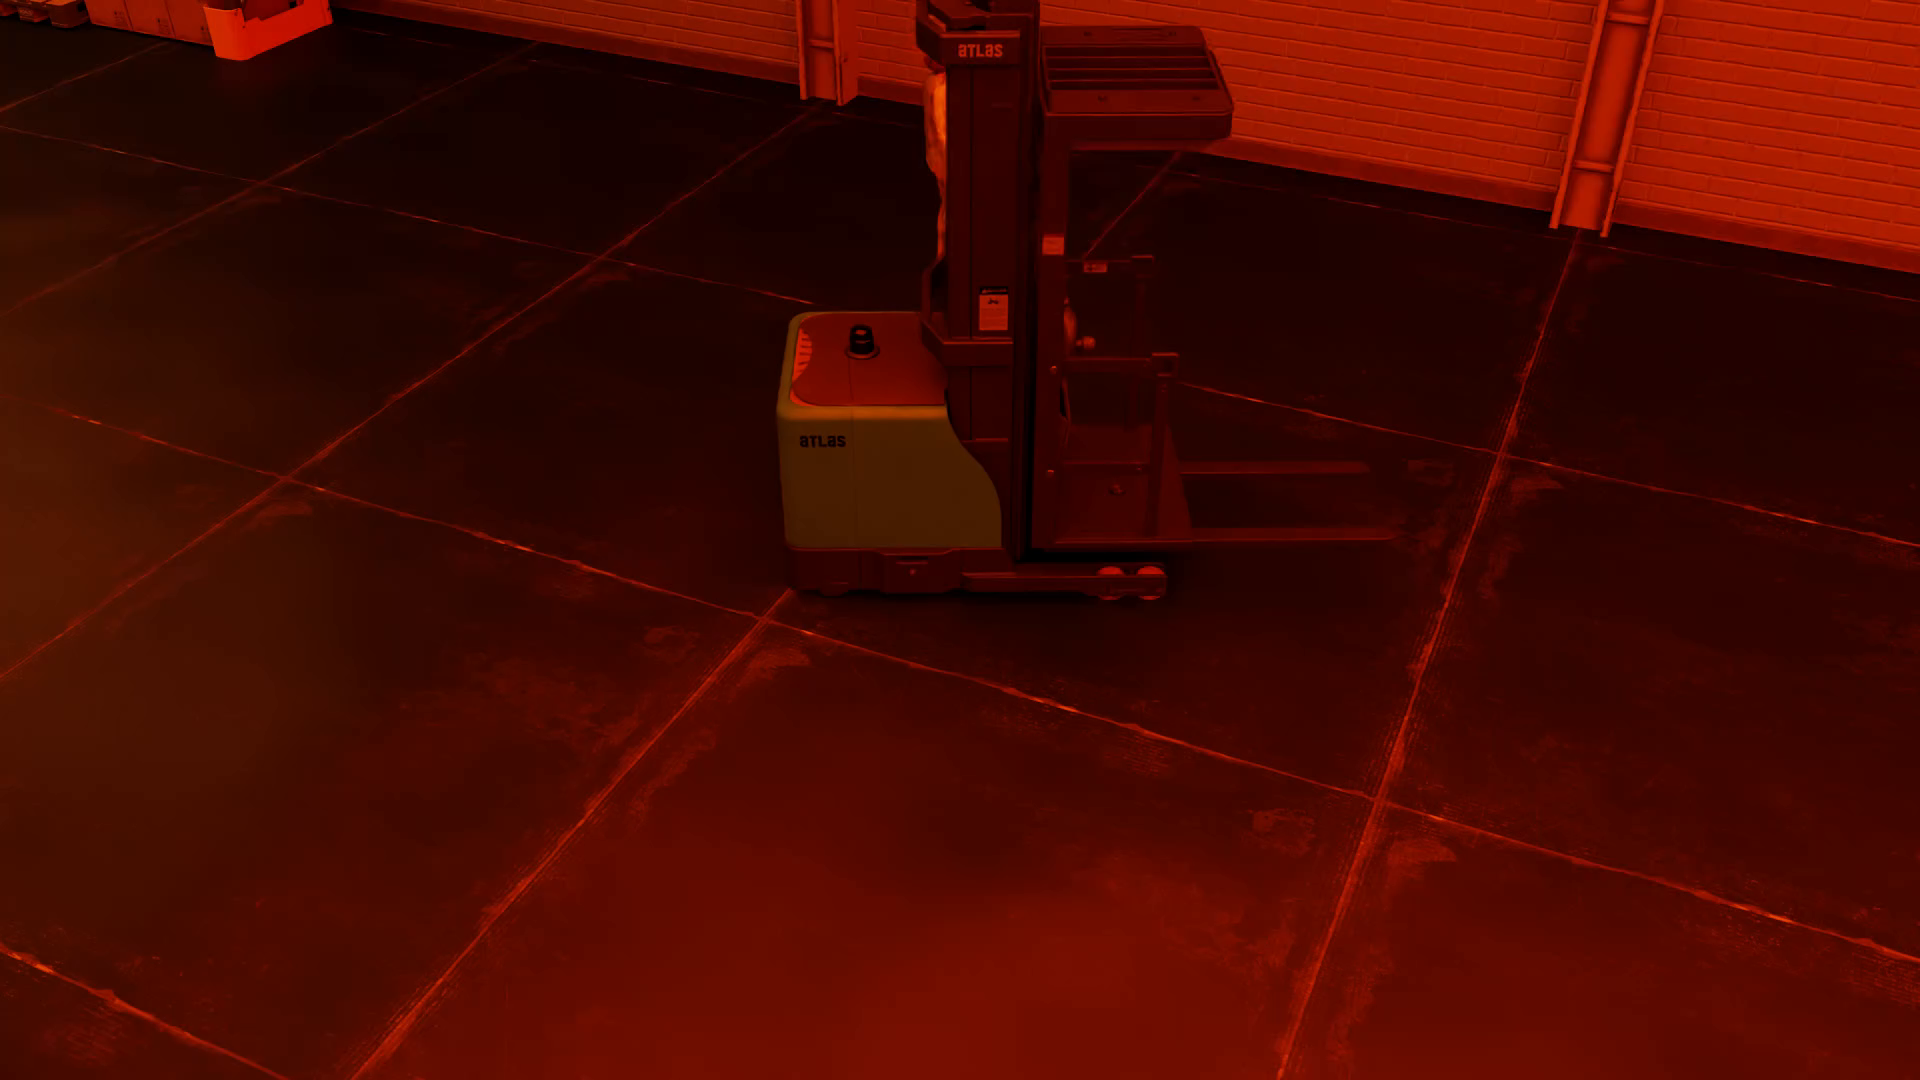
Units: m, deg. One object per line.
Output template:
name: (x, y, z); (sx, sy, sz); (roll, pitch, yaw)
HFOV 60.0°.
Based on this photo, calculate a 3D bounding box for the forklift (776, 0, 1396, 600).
forklift: (0.645, -1.206, 7.778); (3.031, 2.935, 1.130); (0, 36, -1)

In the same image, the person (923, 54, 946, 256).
person: (0.011, -2.410, 10.602); (0.476, 1.597, 0.519); (-6, 36, -9)
